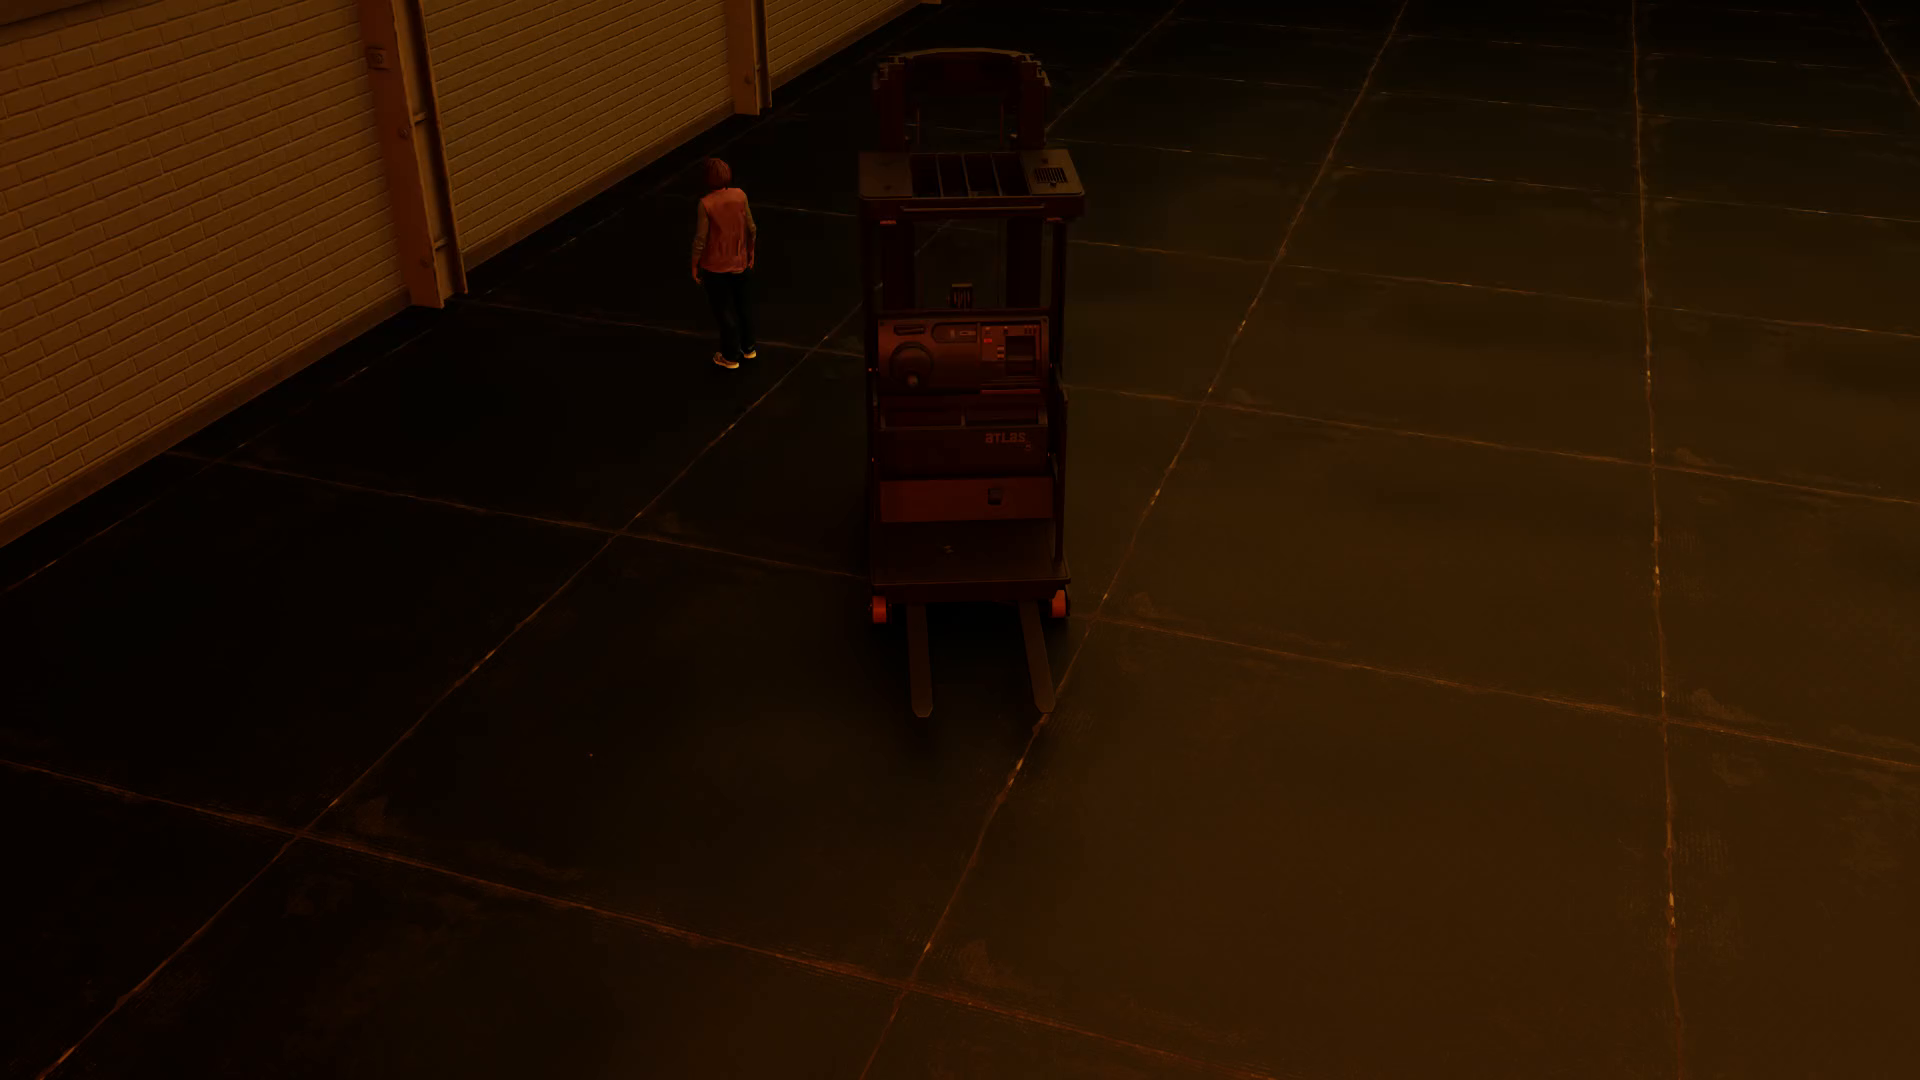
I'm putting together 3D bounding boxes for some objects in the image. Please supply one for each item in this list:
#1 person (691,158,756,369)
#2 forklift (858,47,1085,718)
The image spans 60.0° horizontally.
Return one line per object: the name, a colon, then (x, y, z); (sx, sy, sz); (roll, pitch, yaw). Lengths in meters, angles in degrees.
person: (-1.715, -2.004, 11.983); (0.519, 1.598, 0.474); (-17, 34, -27)
forklift: (0.035, -0.972, 8.842); (1.130, 2.935, 3.031); (-2, 30, -3)
